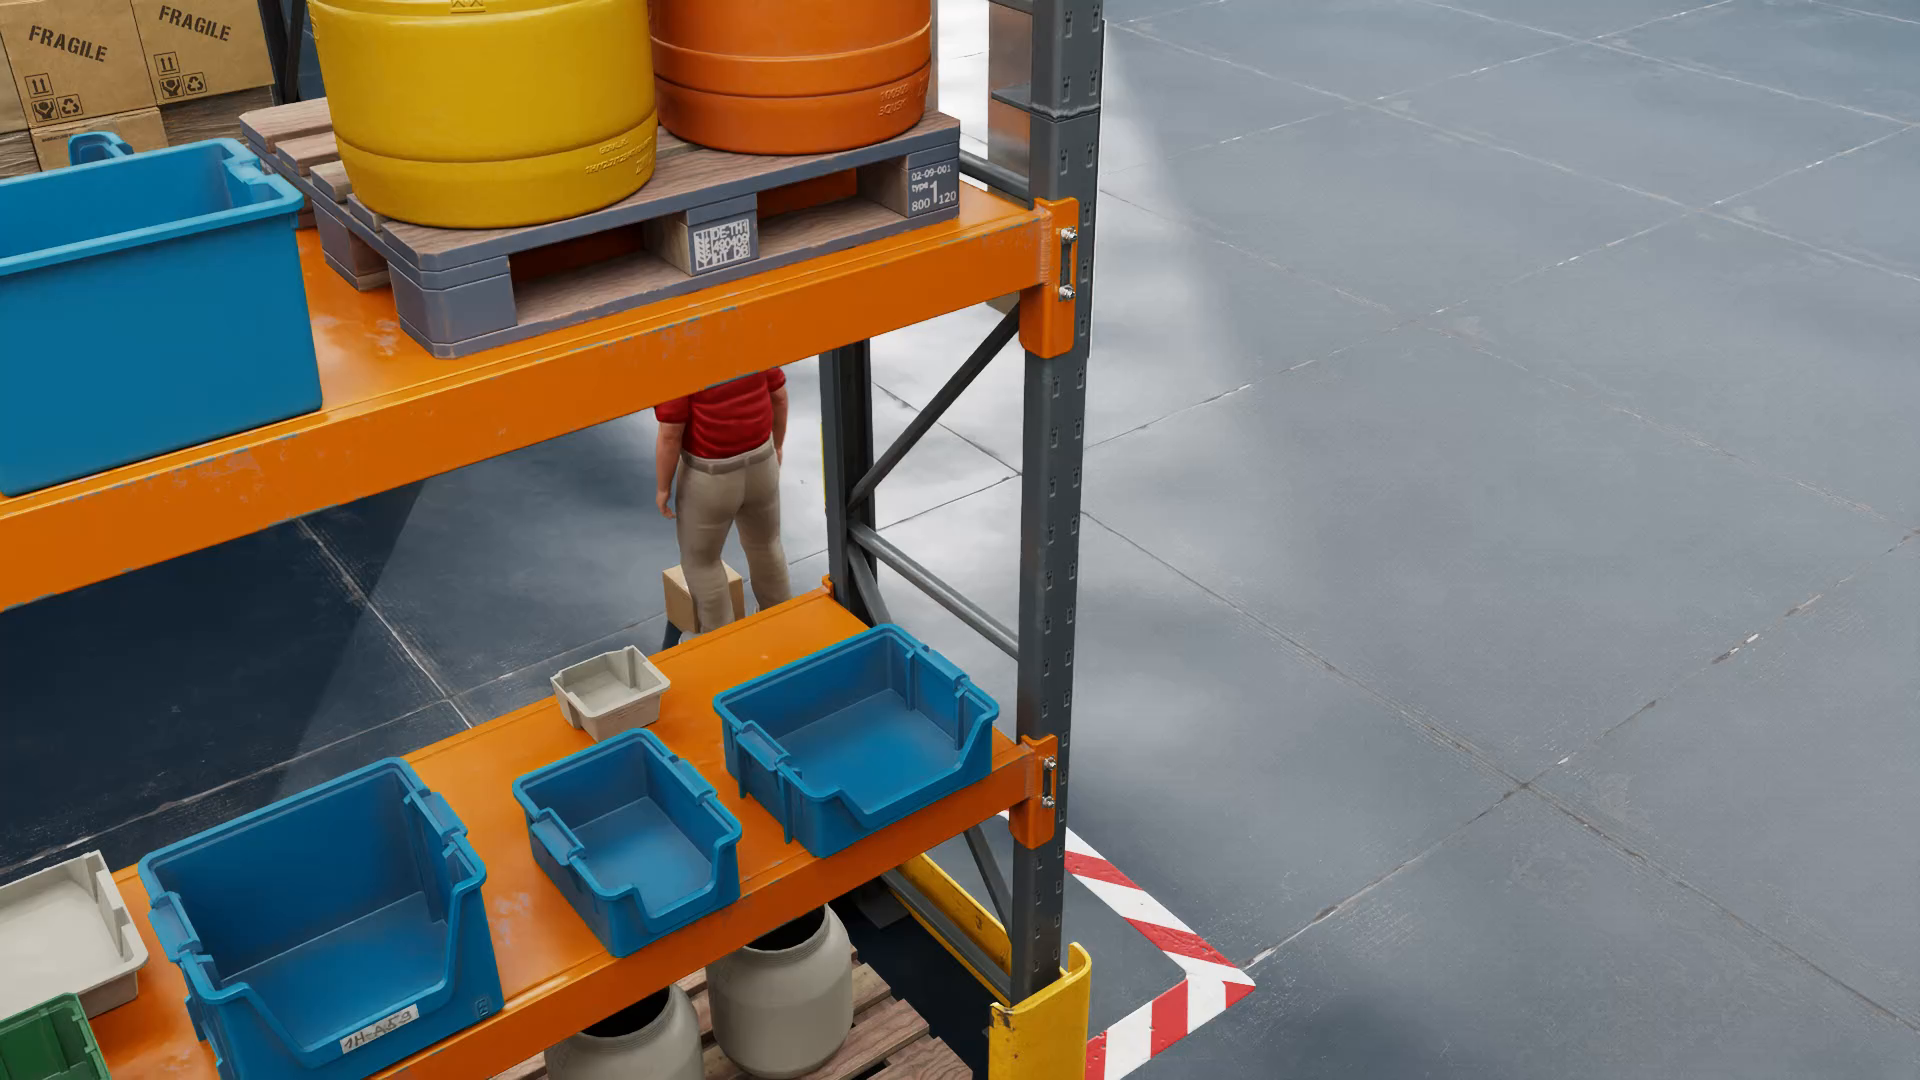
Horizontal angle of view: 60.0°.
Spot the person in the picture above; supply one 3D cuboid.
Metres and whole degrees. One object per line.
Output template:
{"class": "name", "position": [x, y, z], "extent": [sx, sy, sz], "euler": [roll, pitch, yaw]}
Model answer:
{"class": "person", "position": [-0.938, -0.273, 6.587], "extent": [0.587, 1.726, 0.389], "euler": [-23, 38, -32]}
